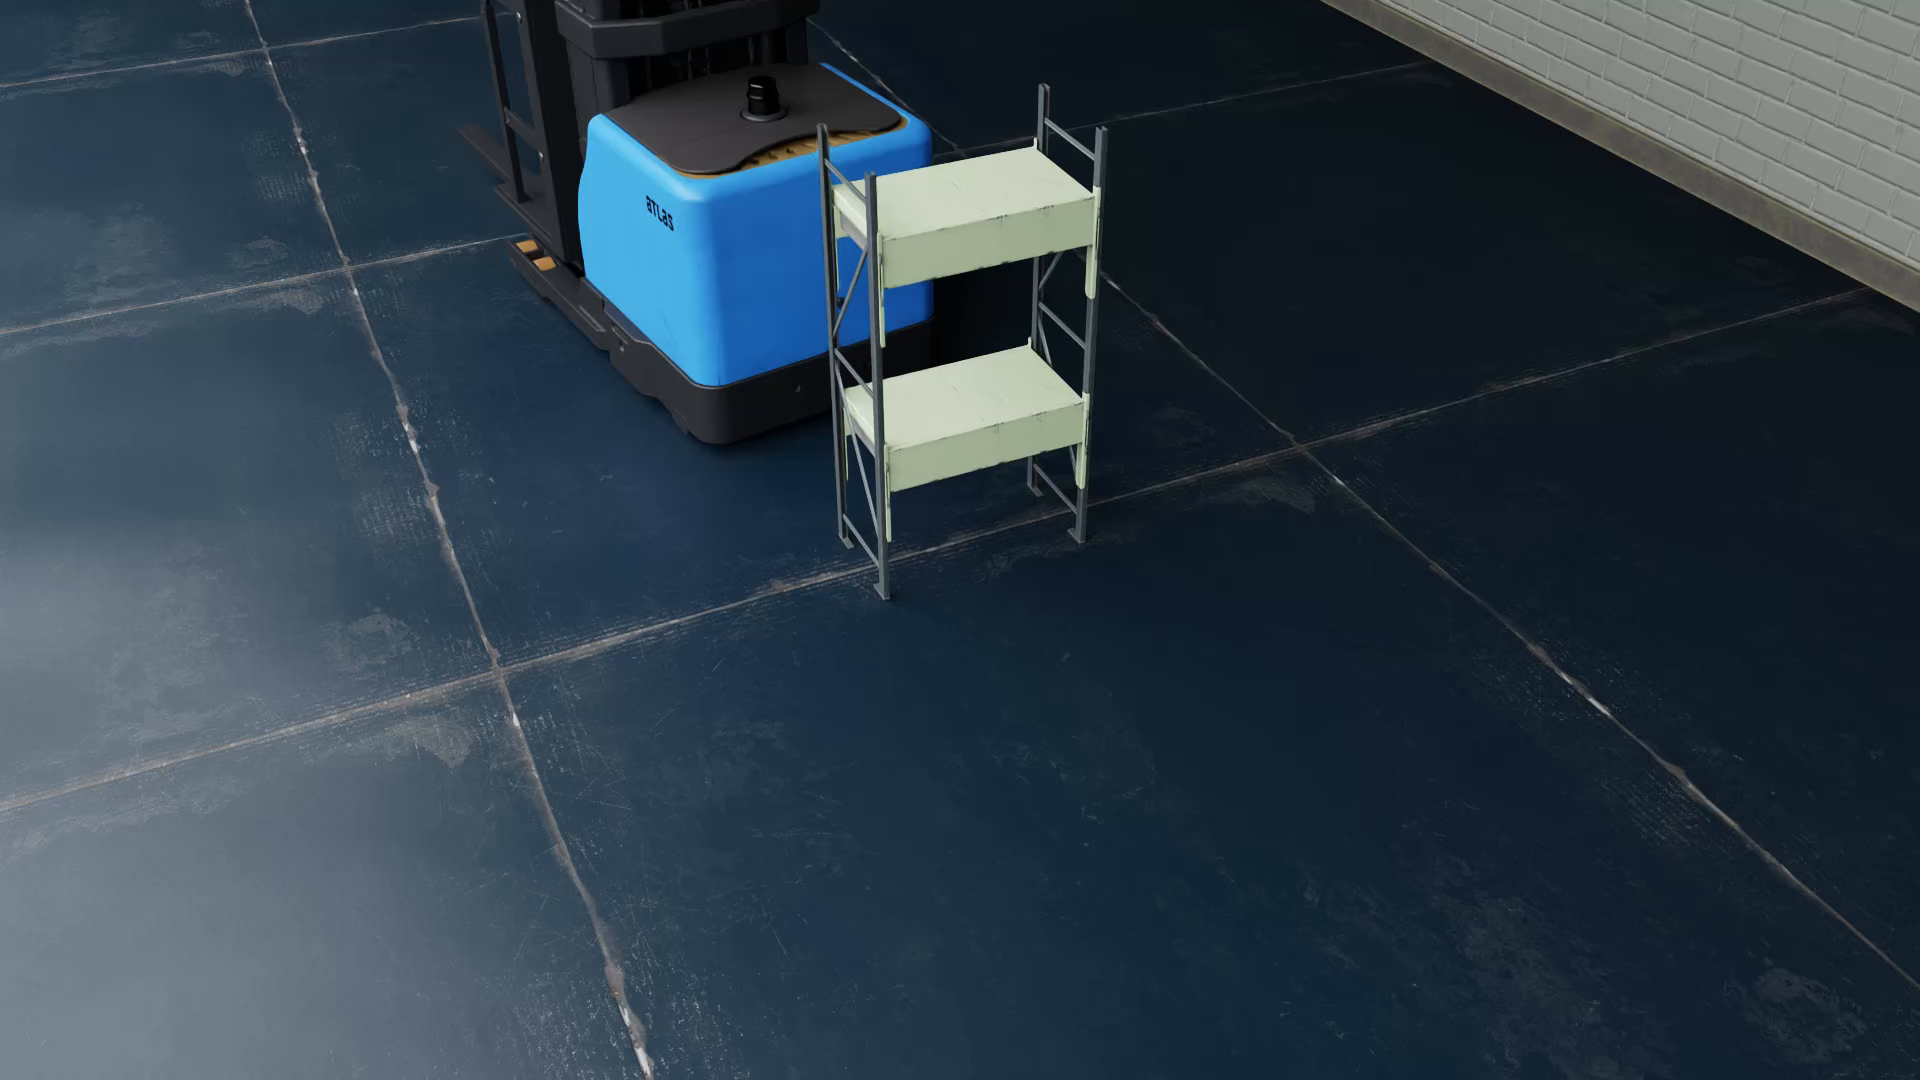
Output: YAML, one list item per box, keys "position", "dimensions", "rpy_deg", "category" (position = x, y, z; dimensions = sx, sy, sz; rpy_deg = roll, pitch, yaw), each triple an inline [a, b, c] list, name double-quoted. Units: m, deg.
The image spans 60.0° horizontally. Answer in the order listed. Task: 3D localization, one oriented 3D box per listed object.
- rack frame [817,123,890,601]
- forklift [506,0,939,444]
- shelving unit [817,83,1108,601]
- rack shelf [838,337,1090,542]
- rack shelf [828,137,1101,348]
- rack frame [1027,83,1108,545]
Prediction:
- position: [-0.325, -0.511, 5.181]
  dimensions: [0.023, 1.500, 0.400]
  rpy_deg: [-16, 39, -20]
  category: "rack frame"
- position: [-1.320, -2.369, 6.484]
  dimensions: [1.130, 2.935, 3.031]
  rpy_deg: [-22, 42, -26]
  category: "forklift"
- position: [0.006, -0.604, 5.305]
  dimensions: [0.755, 1.500, 0.431]
  rpy_deg: [-16, 39, -20]
  category: "shelving unit"
- position: [0.006, -0.342, 5.500]
  dimensions: [0.720, 0.370, 0.431]
  rpy_deg: [-16, 39, -20]
  category: "rack shelf"
- position: [0.006, -0.918, 5.073]
  dimensions: [0.720, 0.370, 0.431]
  rpy_deg: [-16, 39, -20]
  category: "rack shelf"
- position: [0.337, -0.697, 5.430]
  dimensions: [0.023, 1.500, 0.400]
  rpy_deg: [-16, 39, -20]
  category: "rack frame"
